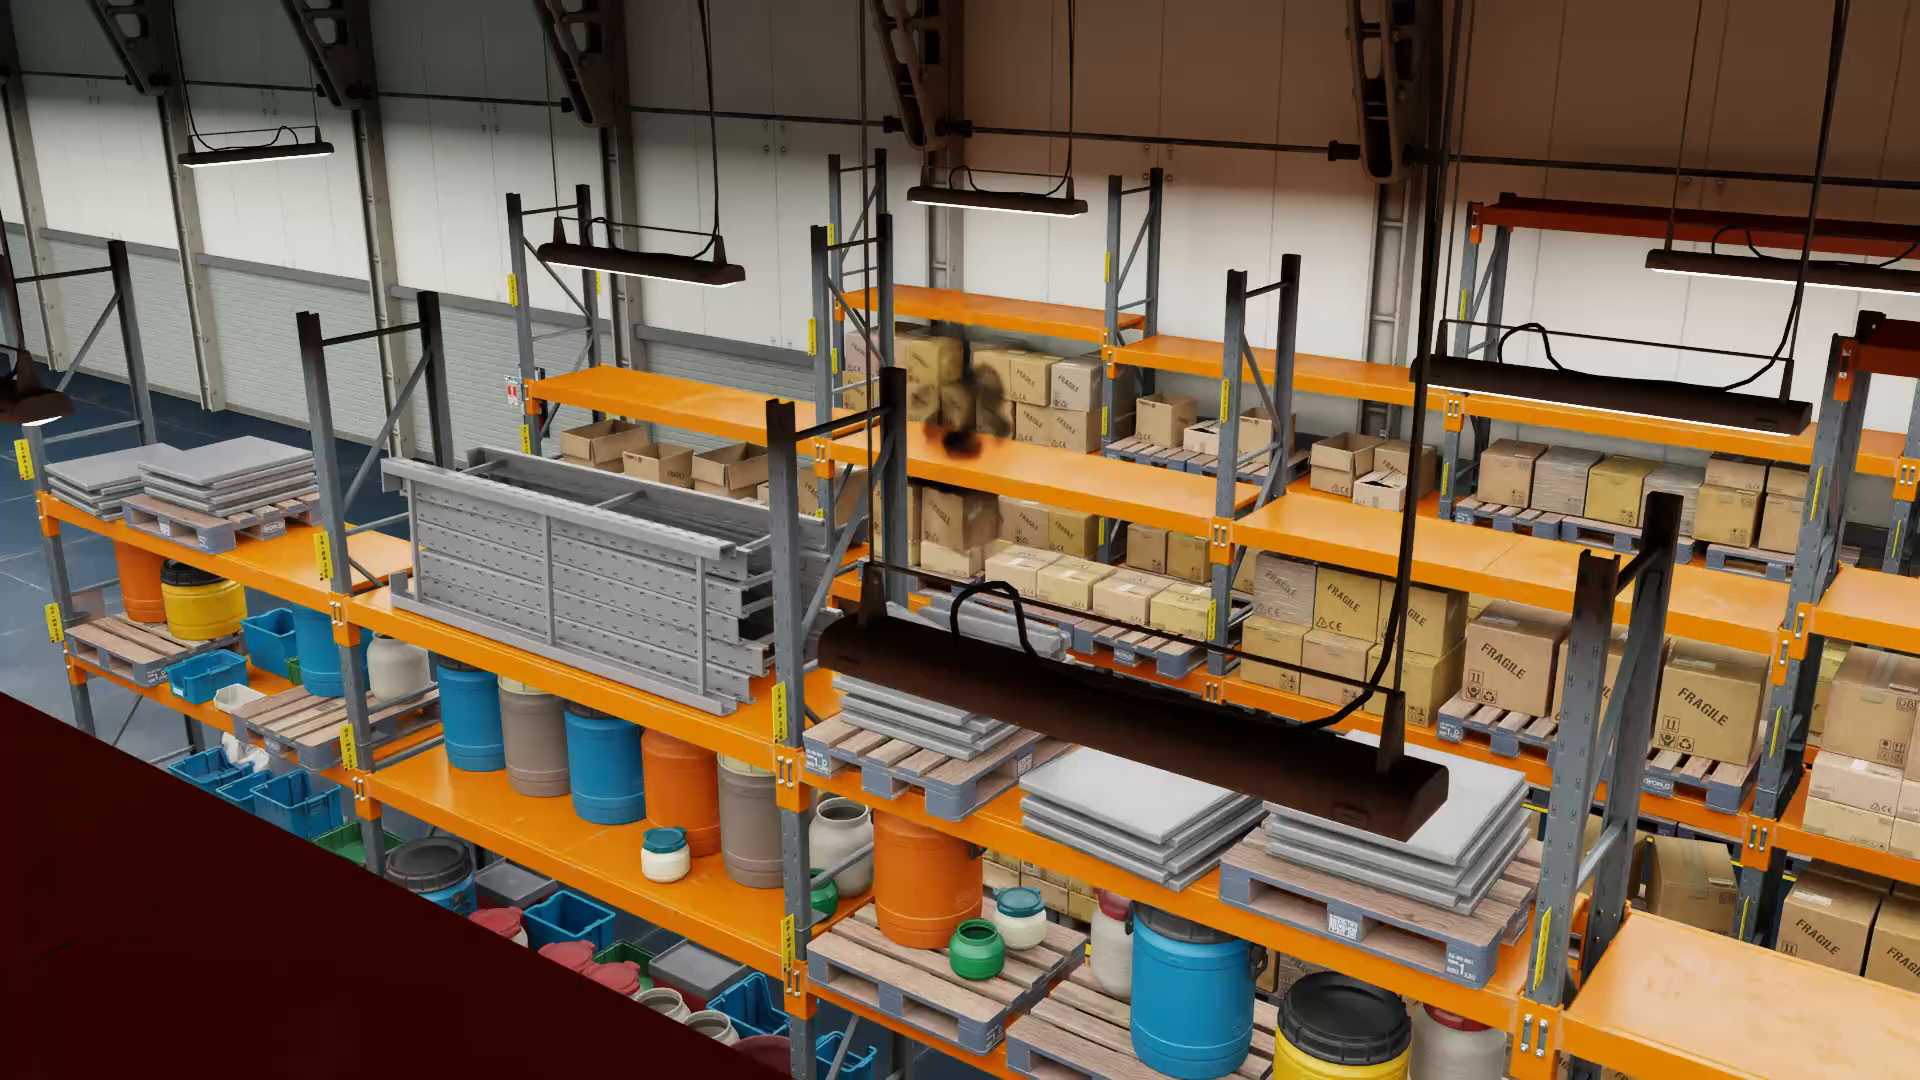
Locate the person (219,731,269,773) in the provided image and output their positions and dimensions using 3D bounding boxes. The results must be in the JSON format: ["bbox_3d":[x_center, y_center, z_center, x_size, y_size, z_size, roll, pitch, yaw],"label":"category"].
[{"bbox_3d":[-6.810,2.203,15.979,0.731,1.658,0.657,4,19,13],"label":"person"}]
